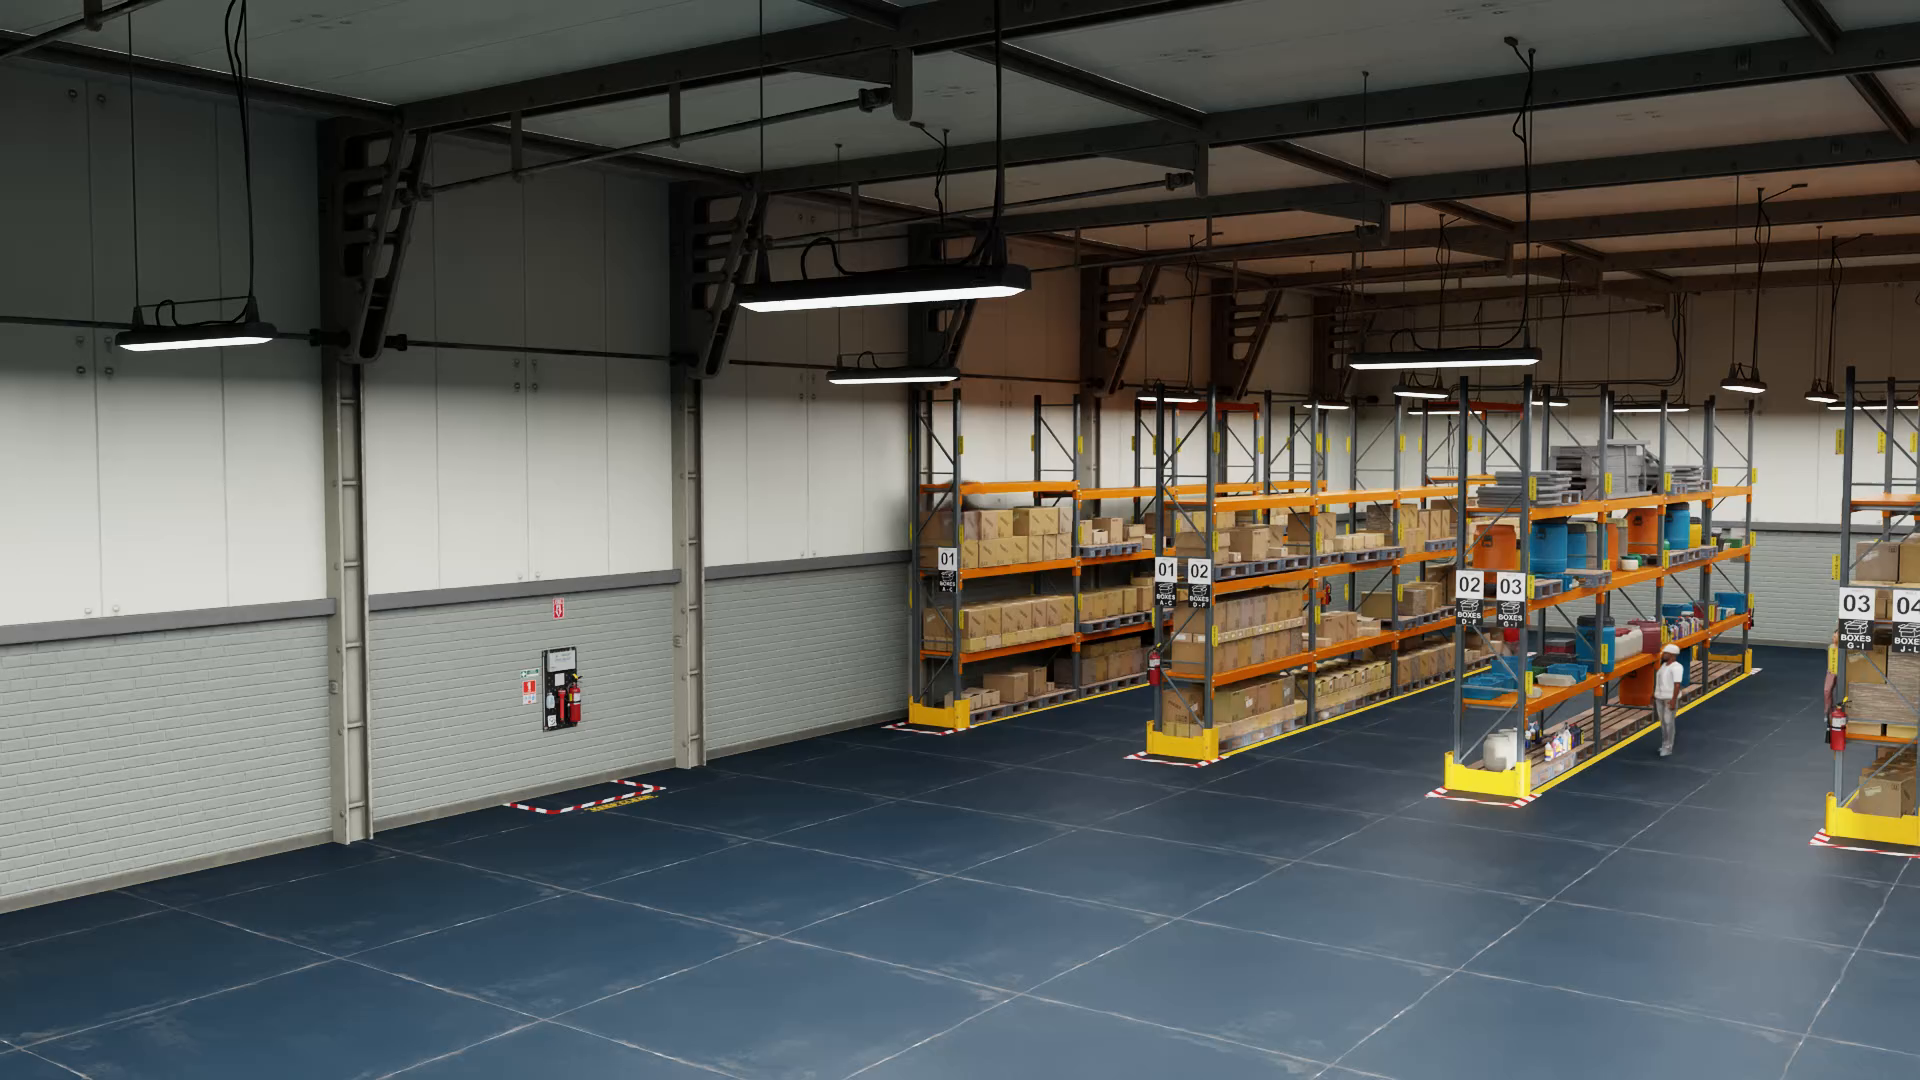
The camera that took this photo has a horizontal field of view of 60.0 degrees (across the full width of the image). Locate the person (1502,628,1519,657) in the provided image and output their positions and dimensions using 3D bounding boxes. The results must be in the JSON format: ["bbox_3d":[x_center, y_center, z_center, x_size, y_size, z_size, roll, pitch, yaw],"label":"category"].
[{"bbox_3d":[11.432,2.209,34.326,0.531,1.676,1.086,2,4,31],"label":"person"}]

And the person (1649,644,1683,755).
[{"bbox_3d":[11.499,2.601,27.098,0.558,1.802,0.598,-2,4,-25],"label":"person"}]

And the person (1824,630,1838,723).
[{"bbox_3d":[16.034,2.442,30.328,0.442,1.599,0.970,2,4,35],"label":"person"}]
